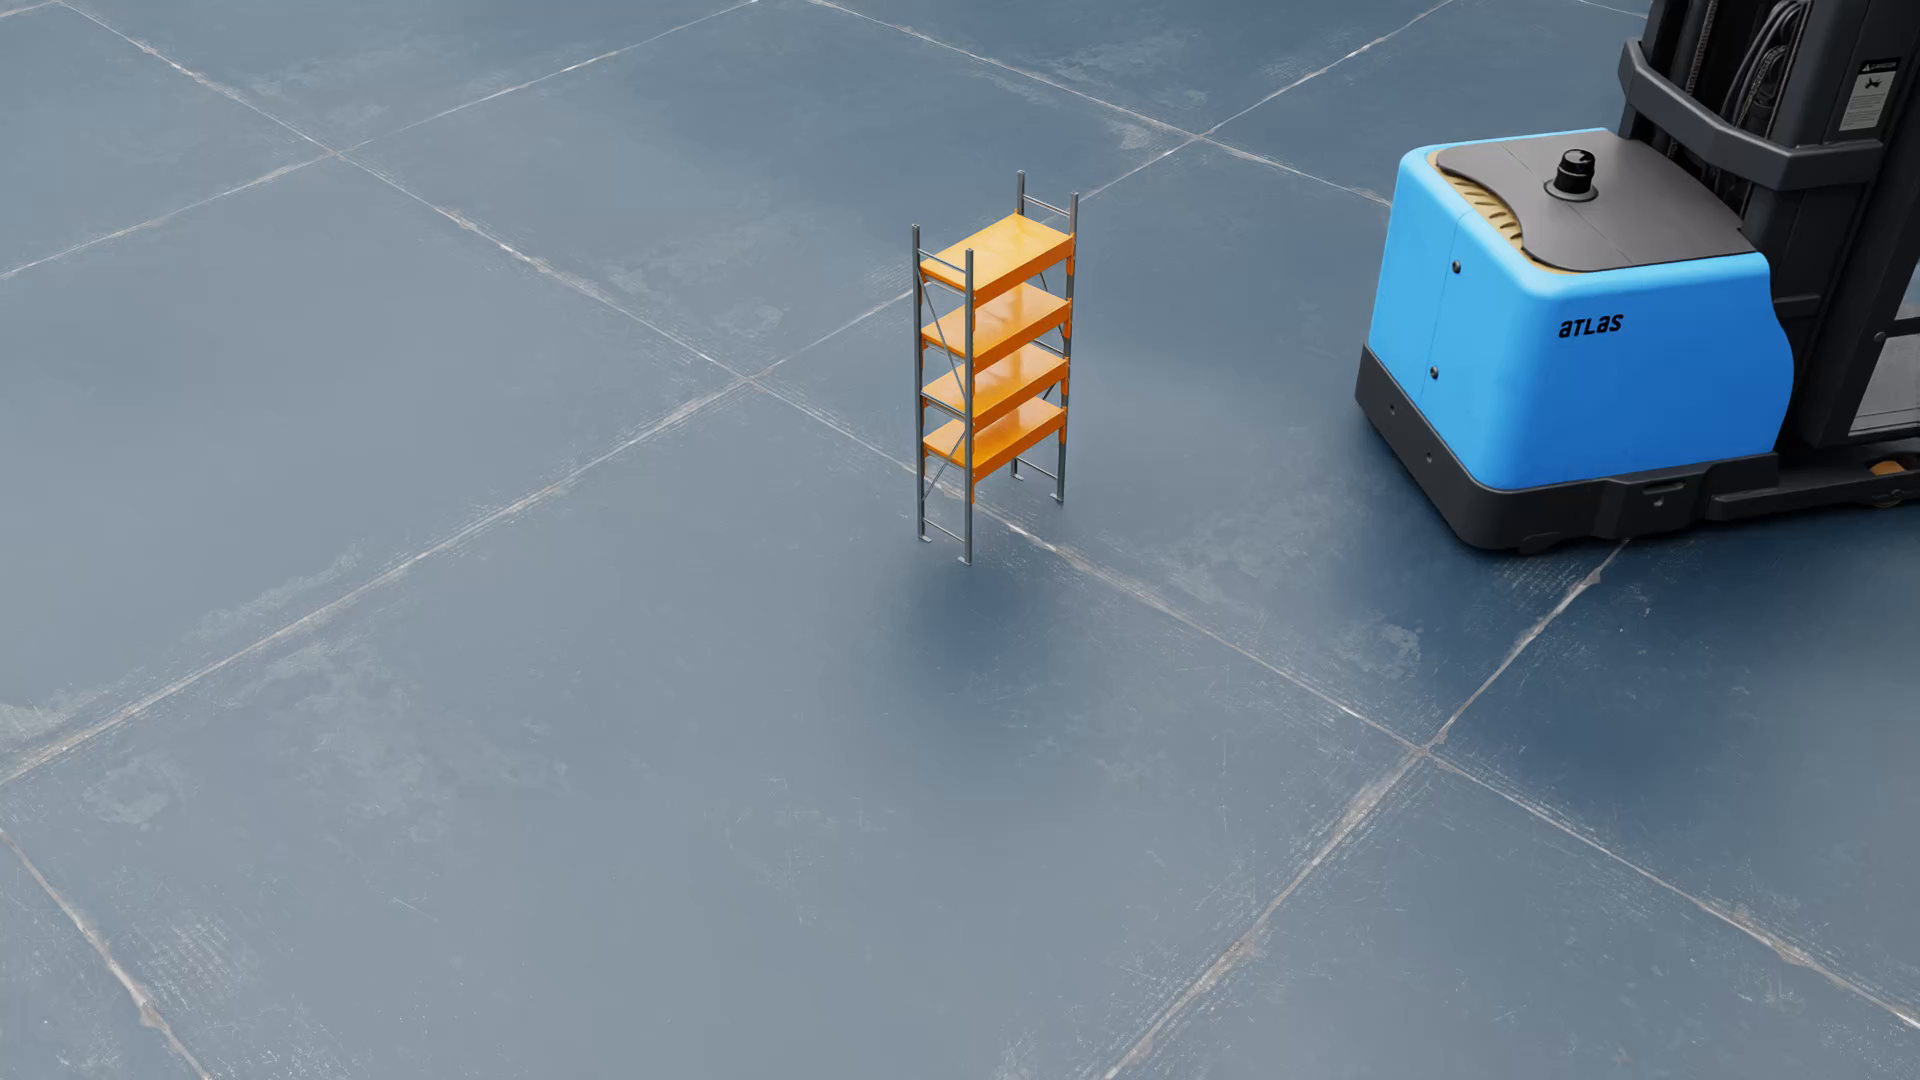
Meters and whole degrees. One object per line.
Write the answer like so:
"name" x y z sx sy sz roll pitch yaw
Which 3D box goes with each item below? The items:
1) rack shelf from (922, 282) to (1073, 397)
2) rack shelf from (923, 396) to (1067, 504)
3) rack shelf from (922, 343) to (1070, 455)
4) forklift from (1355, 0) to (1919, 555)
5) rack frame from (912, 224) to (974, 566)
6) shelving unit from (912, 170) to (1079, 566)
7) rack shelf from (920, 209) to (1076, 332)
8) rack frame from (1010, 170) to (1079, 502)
"rack shelf" 0.112 -0.668 5.375 0.258 0.148 0.480 30 47 32
"rack shelf" 0.112 -0.338 5.638 0.258 0.148 0.480 30 47 32
"rack shelf" 0.112 -0.493 5.514 0.258 0.148 0.480 30 47 32
"forklift" 3.072 -1.574 5.374 3.031 2.935 1.130 -8 39 -10
"rack frame" -0.053 -0.434 5.331 0.240 1.200 0.015 30 47 32
"shelving unit" 0.112 -0.546 5.472 0.258 1.200 0.503 30 47 32
"rack shelf" 0.112 -0.853 5.228 0.258 0.148 0.480 30 47 32
"rack frame" 0.276 -0.658 5.613 0.240 1.200 0.015 30 47 32
